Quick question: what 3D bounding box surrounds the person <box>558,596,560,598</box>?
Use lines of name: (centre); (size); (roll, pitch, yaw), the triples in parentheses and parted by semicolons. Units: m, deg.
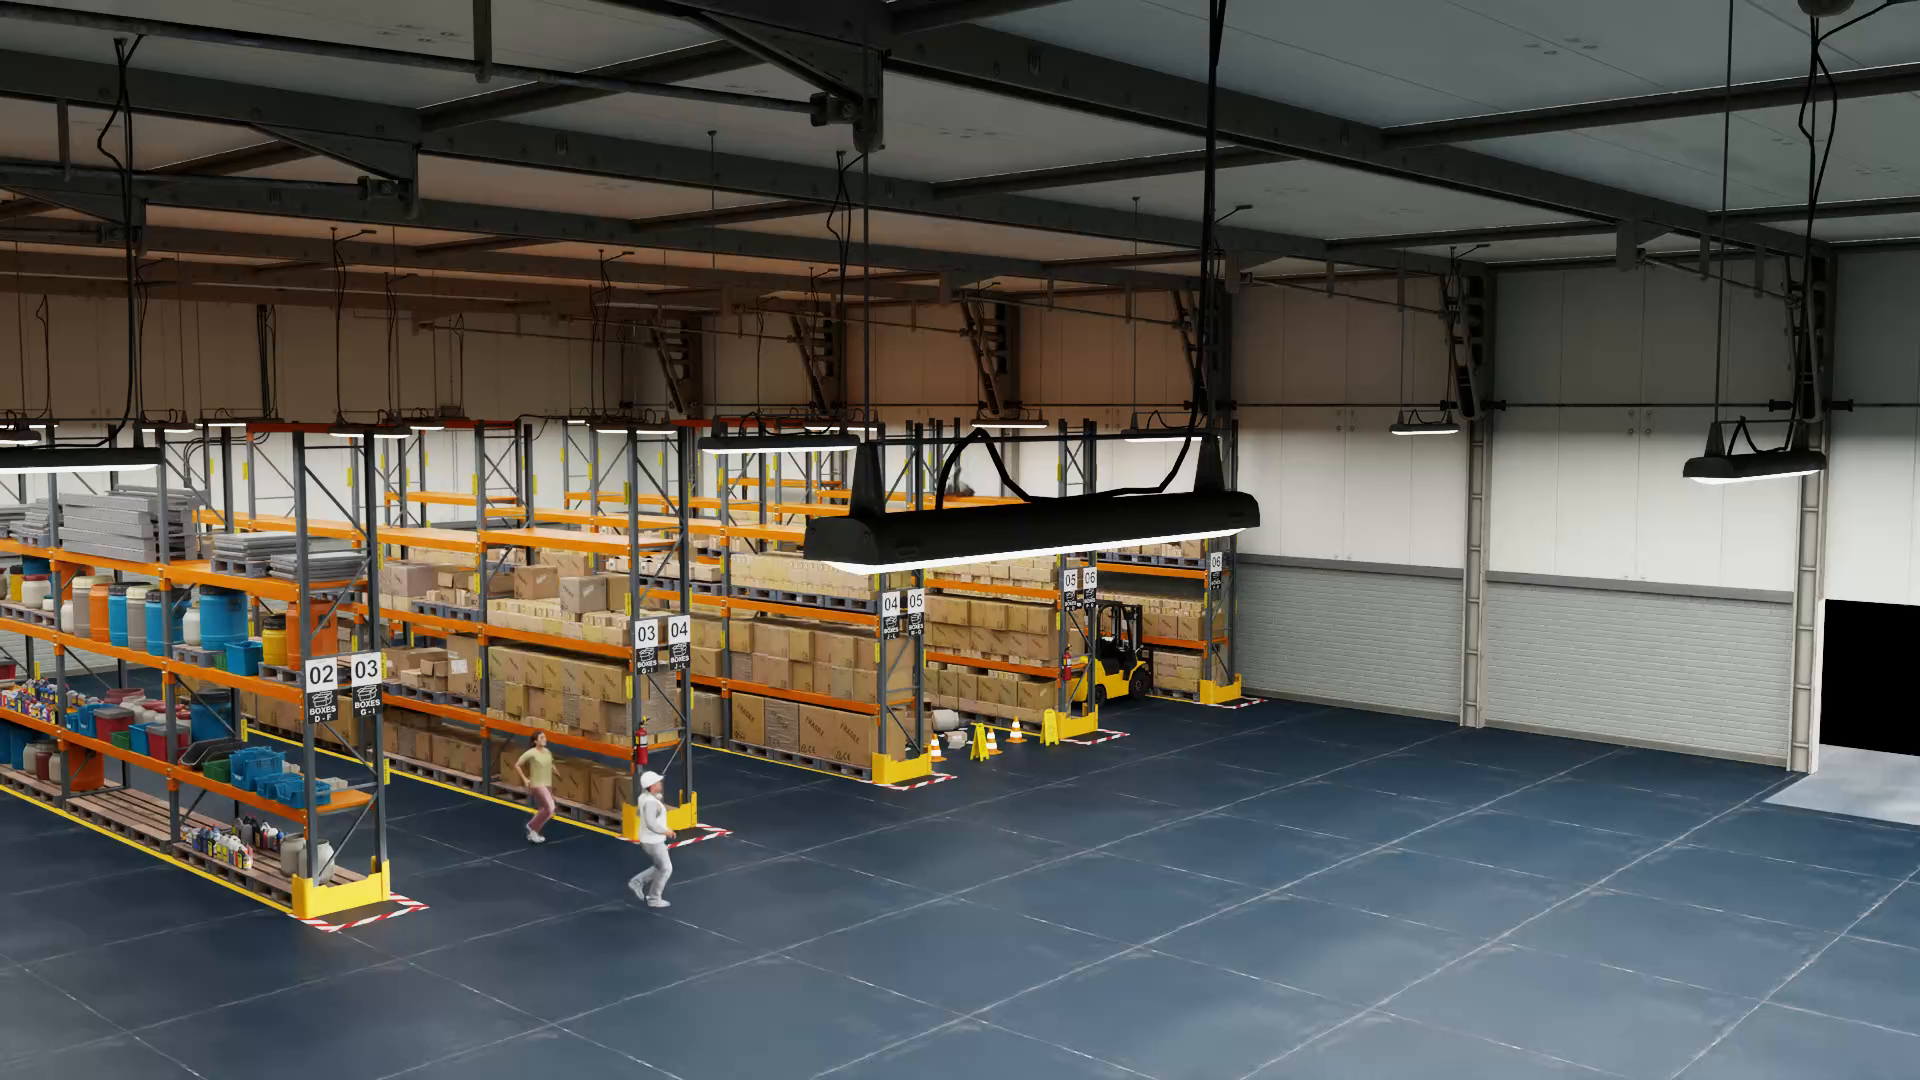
person: (-10.411, 1.944, 43.661); (0.647, 1.687, 0.711); (-1, 5, -7)

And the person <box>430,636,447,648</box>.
person: (-12.792, 2.098, 40.924); (0.981, 1.814, 0.680); (-4, 6, -40)

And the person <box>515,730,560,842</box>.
person: (-6.010, 3.546, 23.912); (0.596, 1.631, 0.561); (2, 5, 25)

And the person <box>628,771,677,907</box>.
person: (-3.875, 3.777, 20.923); (0.583, 1.754, 0.683); (-2, 5, -19)
